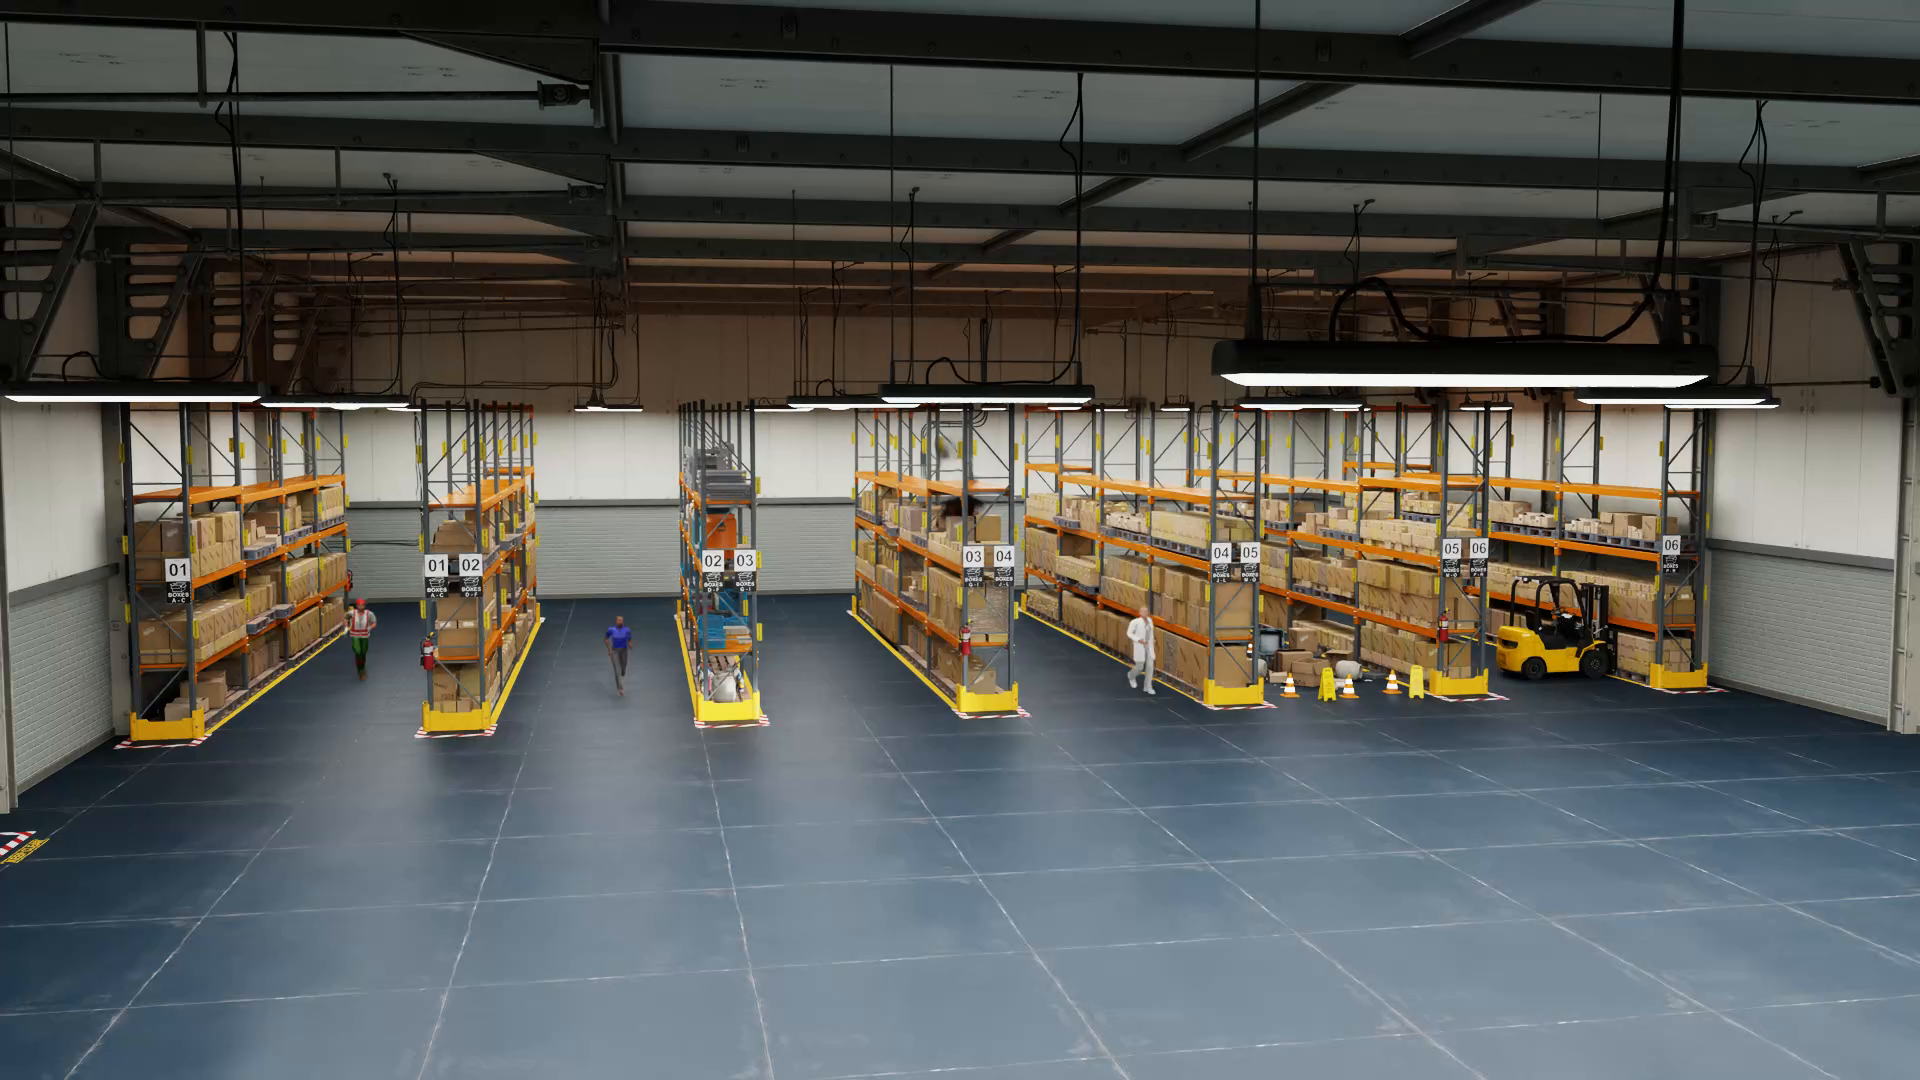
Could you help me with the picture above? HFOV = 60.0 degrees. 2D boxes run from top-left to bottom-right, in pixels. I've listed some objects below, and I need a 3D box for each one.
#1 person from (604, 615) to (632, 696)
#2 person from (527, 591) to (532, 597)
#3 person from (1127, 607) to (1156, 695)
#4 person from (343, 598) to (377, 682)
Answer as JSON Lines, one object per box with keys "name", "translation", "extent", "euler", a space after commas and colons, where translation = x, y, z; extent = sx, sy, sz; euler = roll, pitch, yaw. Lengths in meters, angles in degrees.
{"name": "person", "translation": [-7.028, 2.341, 34.201], "extent": [0.559, 1.640, 0.836], "euler": [-2, 5, -24]}
{"name": "person", "translation": [-12.437, 1.331, 47.270], "extent": [0.719, 1.746, 0.644], "euler": [0, 4, 3]}
{"name": "person", "translation": [3.756, 2.254, 34.309], "extent": [0.713, 1.776, 0.955], "euler": [-2, 5, -22]}
{"name": "person", "translation": [-12.997, 2.125, 36.048], "extent": [0.667, 1.788, 0.911], "euler": [-2, 5, -27]}
